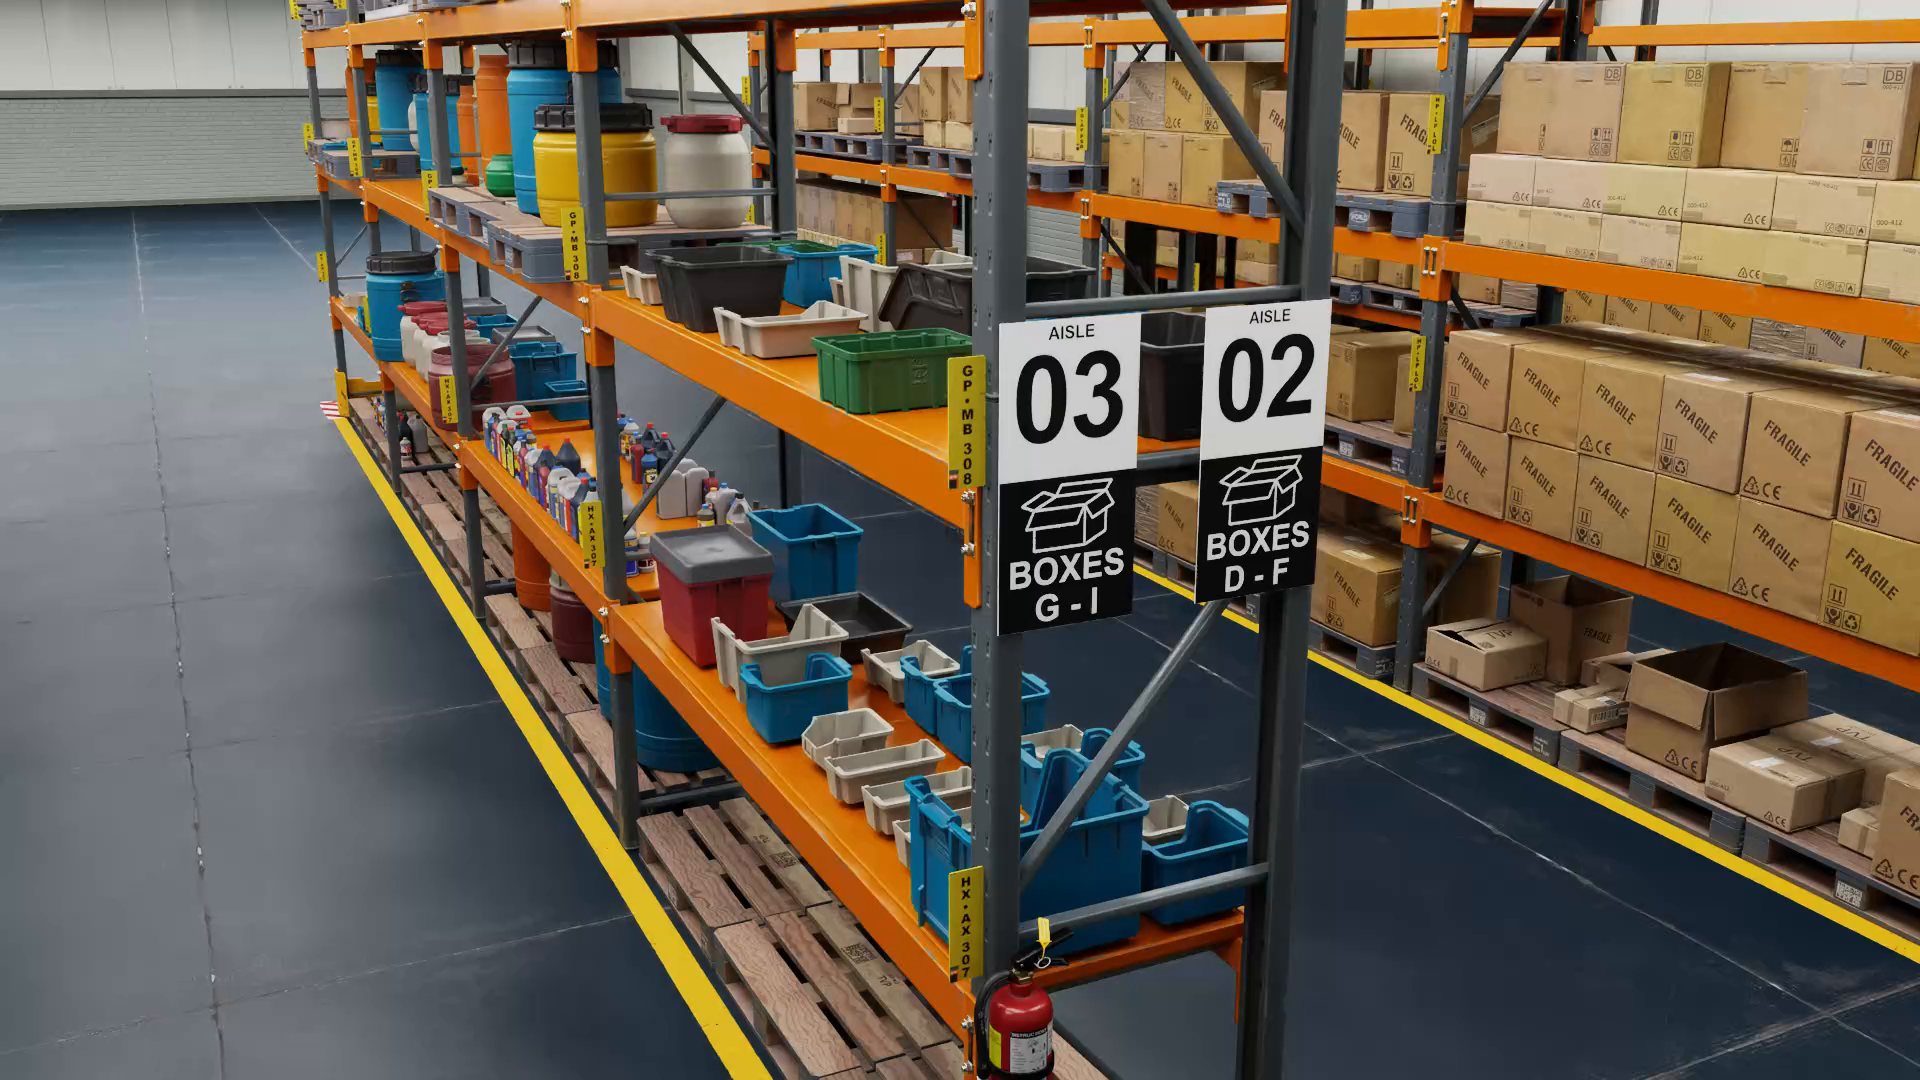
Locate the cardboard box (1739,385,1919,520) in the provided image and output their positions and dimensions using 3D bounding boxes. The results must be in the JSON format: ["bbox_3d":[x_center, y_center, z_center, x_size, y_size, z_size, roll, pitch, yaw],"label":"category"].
[{"bbox_3d":[4.063,-0.421,7.787,0.500,0.500,0.500,-7,17,-23],"label":"cardboard box"}]

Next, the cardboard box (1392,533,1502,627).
[{"bbox_3d":[3.213,0.286,11.048,0.500,0.500,0.500,-9,18,-27],"label":"cardboard box"}]

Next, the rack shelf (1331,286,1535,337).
[{"bbox_3d":[5.029,-2.296,17.617,1.077,0.370,4.000,-8,18,-25],"label":"rack shelf"}]

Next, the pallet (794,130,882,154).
[{"bbox_3d":[-1.226,-4.448,18.533,1.003,0.211,1.213,-8,18,-25],"label":"pallet"}]

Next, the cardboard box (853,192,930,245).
[{"bbox_3d":[-0.721,-3.444,17.780,0.700,0.500,0.500,-8,18,-25],"label":"cardboard box"}]

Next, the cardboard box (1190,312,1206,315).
[{"bbox_3d":[2.060,-1.404,12.261,0.700,0.500,0.500,-4,17,-14],"label":"cardboard box"}]

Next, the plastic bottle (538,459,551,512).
[{"bbox_3d":[-2.395,-0.317,9.630,0.061,0.283,0.133,-8,18,-25],"label":"plastic bottle"}]

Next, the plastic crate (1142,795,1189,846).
[{"bbox_3d":[0.626,0.943,5.397,0.250,0.136,0.298,-8,18,-25],"label":"plastic crate"}]

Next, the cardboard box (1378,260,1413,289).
[{"bbox_3d":[4.900,-2.968,17.675,0.700,0.500,0.500,-5,17,-17],"label":"cardboard box"}]

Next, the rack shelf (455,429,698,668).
[{"bbox_3d":[-2.124,-0.107,9.988,1.077,0.370,4.000,-8,18,-25],"label":"rack shelf"}]

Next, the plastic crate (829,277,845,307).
[{"bbox_3d":[-0.349,-1.002,6.845,0.293,0.136,0.466,-8,18,-25],"label":"plastic crate"}]

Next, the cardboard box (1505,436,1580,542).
[{"bbox_3d":[3.412,-0.316,9.234,0.500,0.500,0.500,-7,18,-24],"label":"cardboard box"}]

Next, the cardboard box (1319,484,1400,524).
[{"bbox_3d":[2.775,-0.322,11.809,0.500,0.250,0.500,-8,18,-25],"label":"cardboard box"}]

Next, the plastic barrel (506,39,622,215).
[{"bbox_3d":[-2.133,-2.246,9.031,0.600,0.901,0.708,-8,18,-25],"label":"plastic barrel"}]

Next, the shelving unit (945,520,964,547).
[{"bbox_3d":[0.023,-0.491,13.560,0.215,1.050,0.252,-8,18,-25],"label":"shelving unit"}]

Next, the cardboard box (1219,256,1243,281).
[{"bbox_3d":[3.462,-3.280,19.979,0.500,0.250,0.500,-8,18,-25],"label":"cardboard box"}]

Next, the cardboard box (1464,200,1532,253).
[{"bbox_3d":[3.197,-1.773,9.326,0.500,0.250,0.500,-8,18,-25],"label":"cardboard box"}]

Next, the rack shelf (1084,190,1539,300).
[{"bbox_3d":[2.330,-2.146,11.657,1.077,0.370,4.000,-8,18,-25],"label":"rack shelf"}]

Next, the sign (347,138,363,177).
[{"bbox_3d":[-5.252,-3.323,14.437,0.100,0.325,0.005,-8,18,-25],"label":"sign"}]

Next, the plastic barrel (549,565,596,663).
[{"bbox_3d":[-2.276,0.408,10.501,0.600,0.588,0.708,-8,18,-25],"label":"plastic barrel"}]

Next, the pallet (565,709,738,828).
[{"bbox_3d":[-1.549,1.187,9.230,1.003,0.211,1.213,-8,18,-25],"label":"pallet"}]

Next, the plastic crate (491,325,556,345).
[{"bbox_3d":[-3.434,-1.417,13.134,0.402,0.464,0.583,-8,18,-25],"label":"plastic crate"}]

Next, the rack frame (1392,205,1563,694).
[{"bbox_3d":[3.206,-0.554,10.244,1.000,3.000,0.127,-8,18,-25],"label":"rack frame"}]

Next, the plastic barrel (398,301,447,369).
[{"bbox_3d":[-4.531,-1.742,14.136,0.433,0.535,0.433,0,16,0],"label":"plastic barrel"}]

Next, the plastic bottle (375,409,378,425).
[{"bbox_3d":[-5.946,-1.286,17.068,0.097,0.201,0.097,0,16,0],"label":"plastic bottle"}]

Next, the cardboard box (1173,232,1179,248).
[{"bbox_3d":[3.004,-3.893,20.756,0.500,0.500,0.500,-7,17,-23],"label":"cardboard box"}]

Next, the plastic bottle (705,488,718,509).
[{"bbox_3d":[-1.380,-0.193,9.345,0.097,0.201,0.097,0,16,0],"label":"plastic bottle"}]

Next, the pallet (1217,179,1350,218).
[{"bbox_3d":[2.526,-2.333,11.344,1.213,0.211,1.003,-8,18,-25],"label":"pallet"}]

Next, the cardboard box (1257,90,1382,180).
[{"bbox_3d":[2.465,-2.758,11.362,0.600,0.600,0.600,-8,18,-27],"label":"cardboard box"}]

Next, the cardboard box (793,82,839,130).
[{"bbox_3d":[-1.569,-4.844,18.558,0.500,0.500,0.500,-8,18,-25],"label":"cardboard box"}]

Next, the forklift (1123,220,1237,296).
[{"bbox_3d":[2.272,-2.107,15.780,1.130,2.935,3.031,-8,18,-26],"label":"forklift"}]

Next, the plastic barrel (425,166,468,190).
[{"bbox_3d":[-3.768,-2.611,12.223,0.301,0.262,0.301,0,16,0],"label":"plastic barrel"}]

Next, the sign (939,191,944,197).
[{"bbox_3d":[-0.342,-6.332,30.313,0.001,0.329,0.234,-8,18,-25],"label":"sign"}]

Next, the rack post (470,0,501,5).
[{"bbox_3d":[-2.249,-3.086,9.098,0.937,0.300,0.954,-6,17,-19],"label":"rack post"}]

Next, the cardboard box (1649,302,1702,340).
[{"bbox_3d":[6.325,-1.941,14.318,0.500,0.500,0.500,-8,18,-25],"label":"cardboard box"}]

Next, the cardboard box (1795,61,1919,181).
[{"bbox_3d":[4.260,-1.903,7.514,0.700,0.500,0.500,-8,18,-25],"label":"cardboard box"}]

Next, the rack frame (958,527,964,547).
[{"bbox_3d":[0.077,-0.461,13.454,0.200,1.050,0.008,-8,18,-25],"label":"rack frame"}]

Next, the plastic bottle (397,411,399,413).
[{"bbox_3d":[-5.520,-1.131,16.258,0.144,0.351,0.185,-8,18,-25],"label":"plastic bottle"}]

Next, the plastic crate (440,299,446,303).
[{"bbox_3d":[-4.868,-2.056,15.588,0.767,0.338,0.504,-8,18,-25],"label":"plastic crate"}]

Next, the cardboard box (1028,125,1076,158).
[{"bbox_3d":[0.718,-3.494,14.562,0.500,0.250,0.500,-8,18,-26],"label":"cardboard box"}]

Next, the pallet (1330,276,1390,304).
[{"bbox_3d":[4.357,-2.838,18.550,1.003,0.211,1.213,-8,18,-25],"label":"pallet"}]

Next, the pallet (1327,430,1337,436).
[{"bbox_3d":[2.310,-0.972,12.048,1.003,0.211,1.213,-8,18,-25],"label":"pallet"}]

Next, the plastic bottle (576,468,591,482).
[{"bbox_3d":[-2.149,-0.280,9.520,0.097,0.271,0.097,0,16,0],"label":"plastic bottle"}]

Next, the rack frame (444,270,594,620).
[{"bbox_3d":[-3.001,-0.948,11.617,1.000,3.000,0.127,-8,18,-25],"label":"rack frame"}]

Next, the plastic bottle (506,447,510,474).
[{"bbox_3d":[-2.814,-0.527,10.508,0.097,0.201,0.097,0,16,0],"label":"plastic bottle"}]

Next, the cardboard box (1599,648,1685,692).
[{"bbox_3d":[4.039,0.820,9.533,0.500,0.311,0.500,-8,18,-25],"label":"cardboard box"}]

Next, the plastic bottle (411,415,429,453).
[{"bbox_3d":[-5.165,-1.021,15.874,0.144,0.351,0.185,-8,18,-25],"label":"plastic bottle"}]

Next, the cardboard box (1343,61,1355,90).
[{"bbox_3d":[4.195,-5.273,19.221,0.500,0.500,0.500,-7,18,-24],"label":"cardboard box"}]

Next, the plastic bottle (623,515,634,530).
[{"bbox_3d":[-1.768,-0.030,8.777,0.097,0.201,0.097,0,16,0],"label":"plastic bottle"}]

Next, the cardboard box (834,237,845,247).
[{"bbox_3d":[-1.165,-3.254,18.295,0.380,0.149,0.250,-7,17,-23],"label":"cardboard box"}]

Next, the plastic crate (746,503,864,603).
[{"bbox_3d":[-0.737,0.097,7.895,0.392,0.384,0.575,-8,18,-25],"label":"plastic crate"}]

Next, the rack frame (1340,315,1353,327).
[{"bbox_3d":[4.153,-3.137,19.245,1.000,3.000,0.127,-8,18,-25],"label":"rack frame"}]
